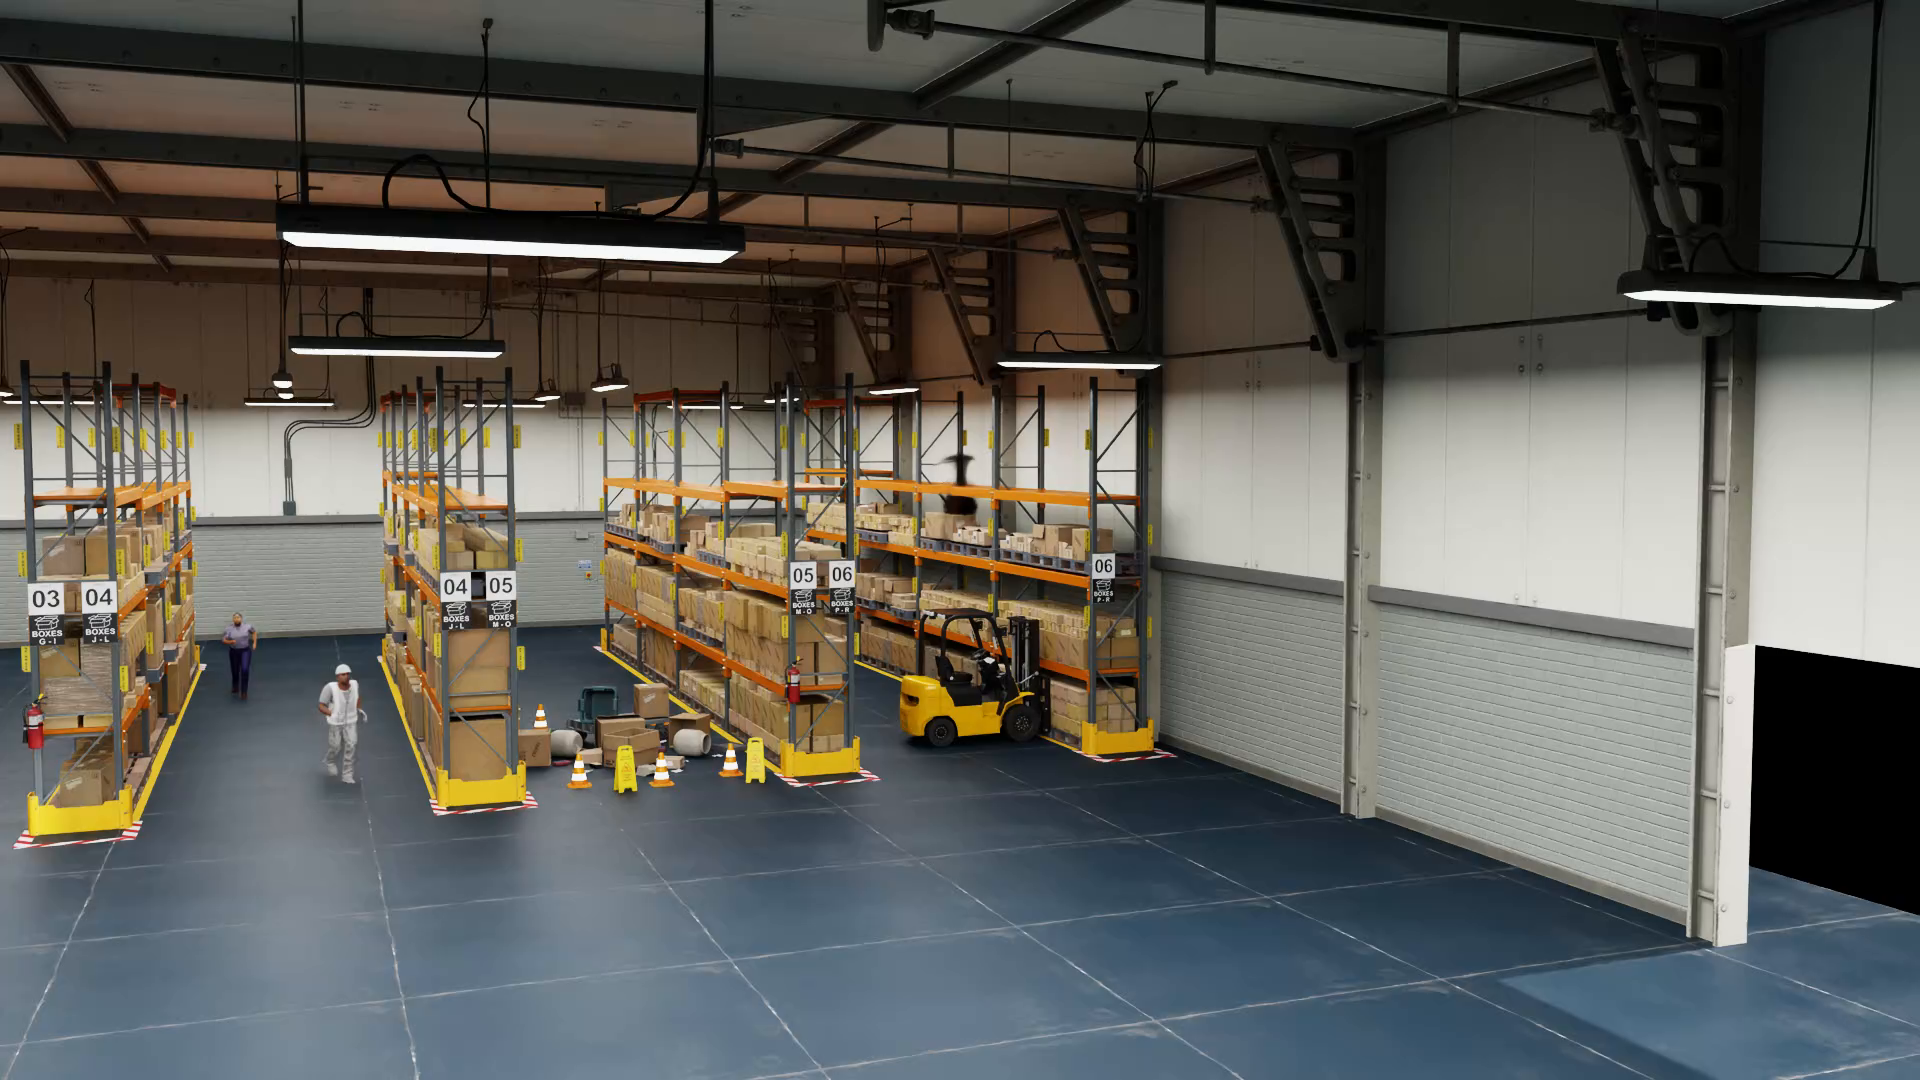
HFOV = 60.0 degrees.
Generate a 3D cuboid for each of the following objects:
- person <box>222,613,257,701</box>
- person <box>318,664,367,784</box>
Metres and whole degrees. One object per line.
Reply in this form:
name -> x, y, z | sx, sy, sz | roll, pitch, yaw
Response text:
person -> -14.005, 2.242, 32.346 | 0.595, 1.690, 0.901 | -1, 4, -17
person -> -9.091, 2.669, 24.378 | 0.685, 1.740, 0.872 | -3, 4, -37
